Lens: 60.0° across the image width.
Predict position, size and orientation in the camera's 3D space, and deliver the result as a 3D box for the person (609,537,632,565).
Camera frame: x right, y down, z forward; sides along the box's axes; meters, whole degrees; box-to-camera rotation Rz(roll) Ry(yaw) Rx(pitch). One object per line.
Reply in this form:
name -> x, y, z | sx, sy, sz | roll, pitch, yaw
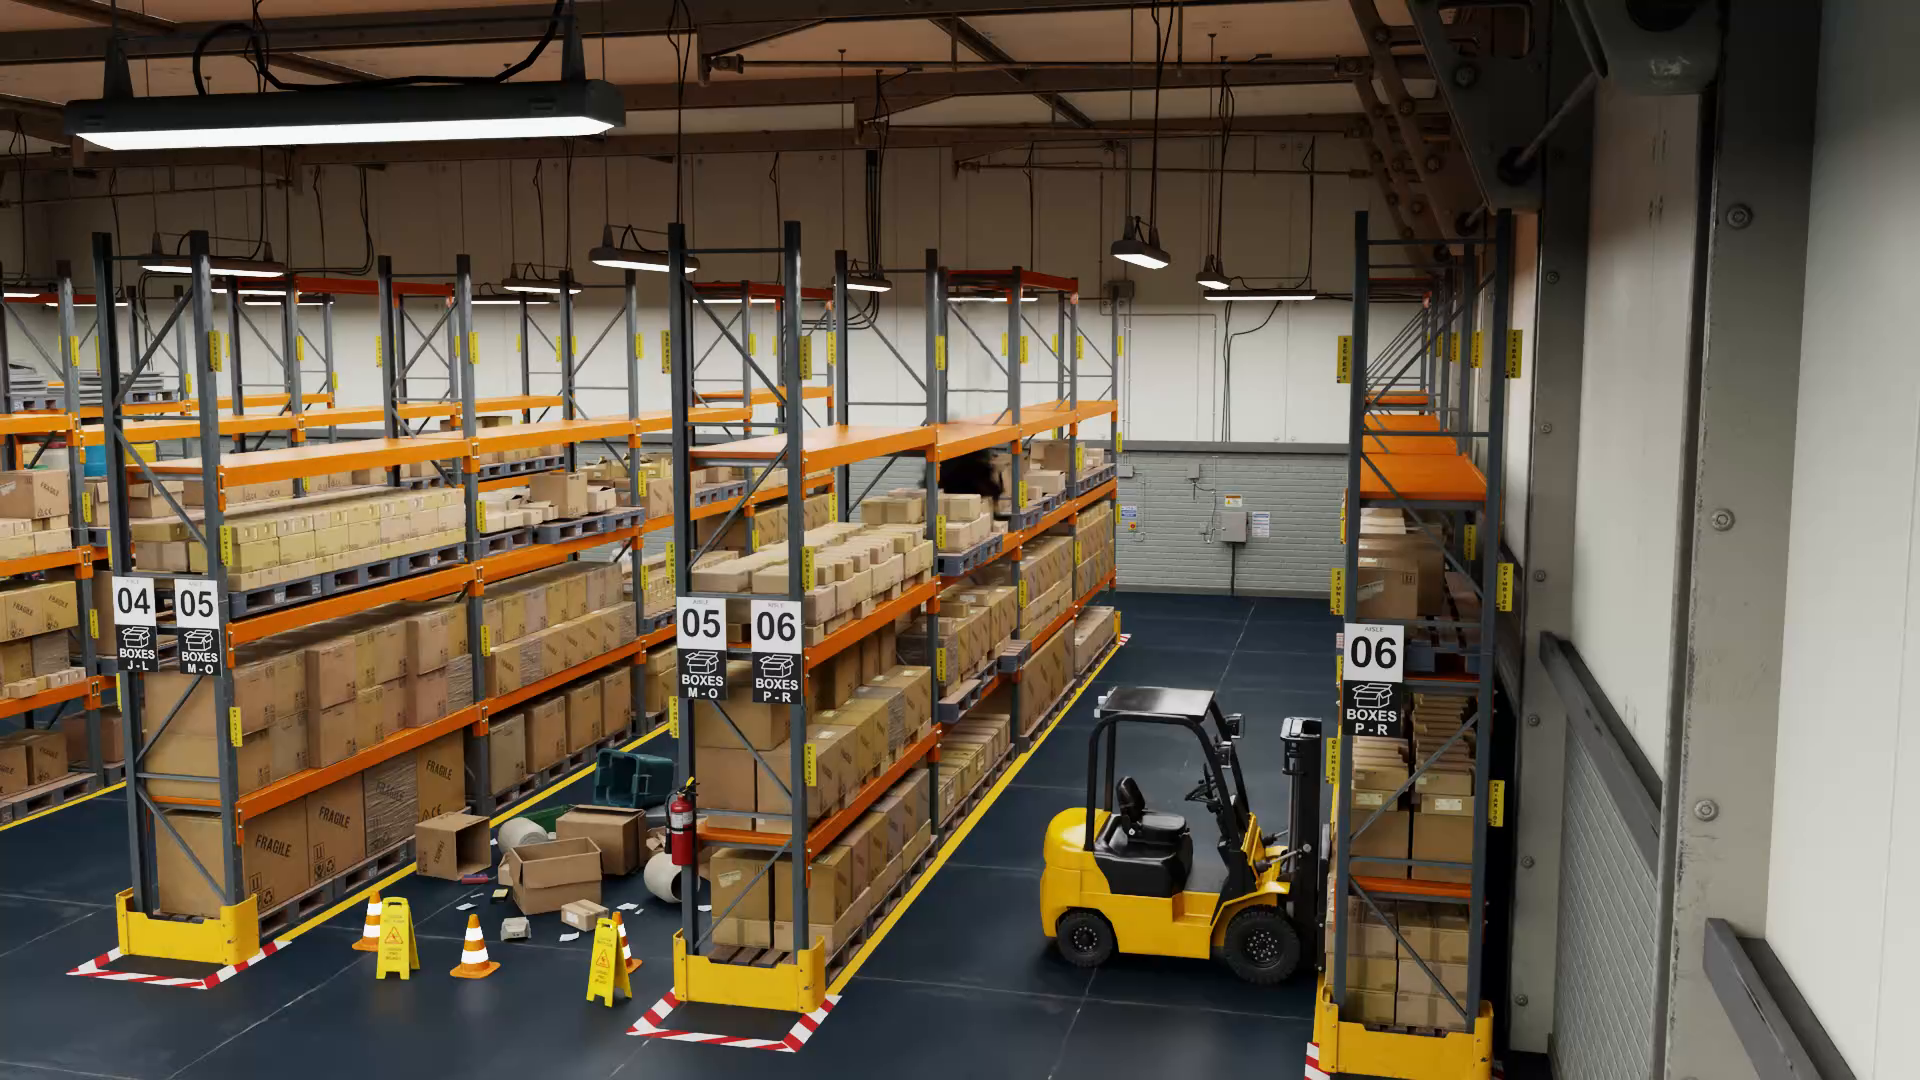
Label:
person -> -5.935, 0.726, 29.637 | 0.614, 1.753, 0.720 | -1, 7, -9
